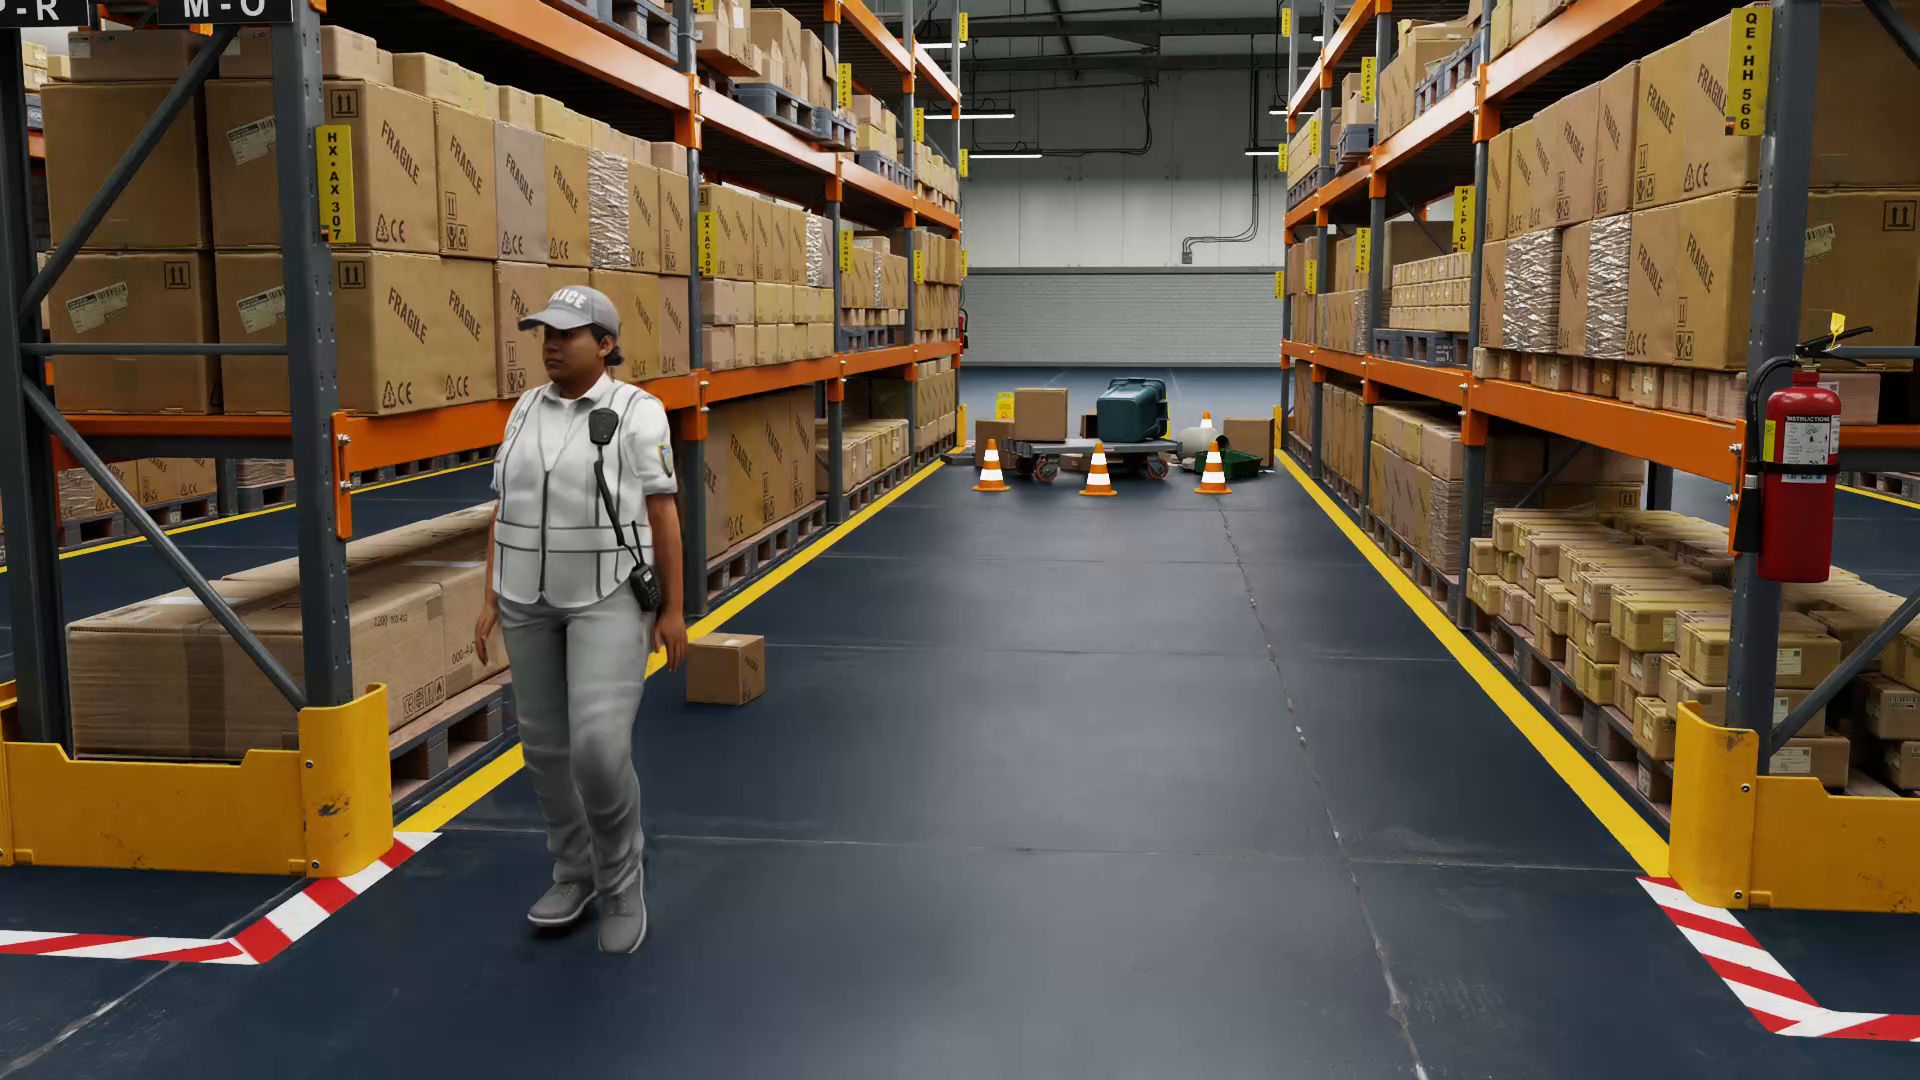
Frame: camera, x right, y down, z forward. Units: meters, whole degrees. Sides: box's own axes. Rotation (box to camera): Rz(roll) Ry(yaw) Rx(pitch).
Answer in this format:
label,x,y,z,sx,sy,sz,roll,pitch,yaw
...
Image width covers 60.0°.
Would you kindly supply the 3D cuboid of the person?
label,x,y,z,sx,sy,sz,roll,pitch,yaw
person,-0.991,0.212,4.240,0.530,1.709,0.470,2,8,15
